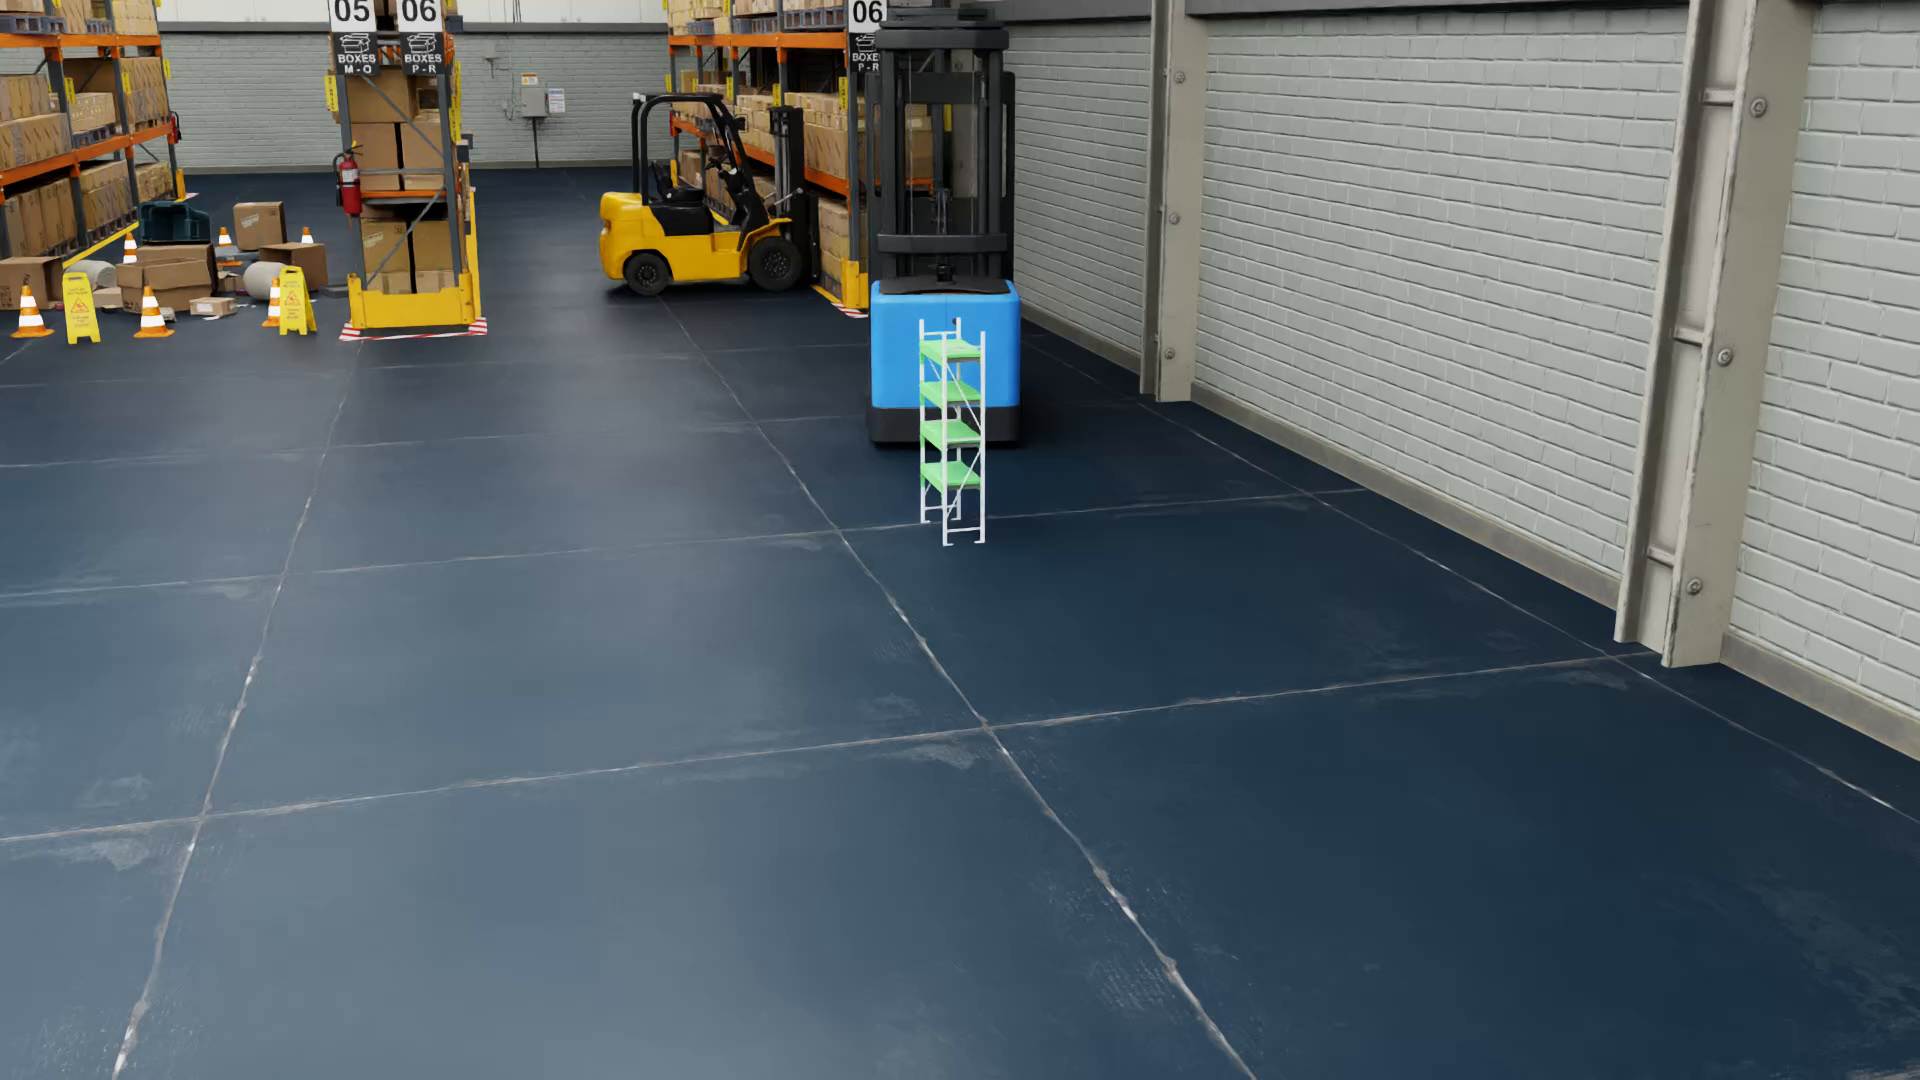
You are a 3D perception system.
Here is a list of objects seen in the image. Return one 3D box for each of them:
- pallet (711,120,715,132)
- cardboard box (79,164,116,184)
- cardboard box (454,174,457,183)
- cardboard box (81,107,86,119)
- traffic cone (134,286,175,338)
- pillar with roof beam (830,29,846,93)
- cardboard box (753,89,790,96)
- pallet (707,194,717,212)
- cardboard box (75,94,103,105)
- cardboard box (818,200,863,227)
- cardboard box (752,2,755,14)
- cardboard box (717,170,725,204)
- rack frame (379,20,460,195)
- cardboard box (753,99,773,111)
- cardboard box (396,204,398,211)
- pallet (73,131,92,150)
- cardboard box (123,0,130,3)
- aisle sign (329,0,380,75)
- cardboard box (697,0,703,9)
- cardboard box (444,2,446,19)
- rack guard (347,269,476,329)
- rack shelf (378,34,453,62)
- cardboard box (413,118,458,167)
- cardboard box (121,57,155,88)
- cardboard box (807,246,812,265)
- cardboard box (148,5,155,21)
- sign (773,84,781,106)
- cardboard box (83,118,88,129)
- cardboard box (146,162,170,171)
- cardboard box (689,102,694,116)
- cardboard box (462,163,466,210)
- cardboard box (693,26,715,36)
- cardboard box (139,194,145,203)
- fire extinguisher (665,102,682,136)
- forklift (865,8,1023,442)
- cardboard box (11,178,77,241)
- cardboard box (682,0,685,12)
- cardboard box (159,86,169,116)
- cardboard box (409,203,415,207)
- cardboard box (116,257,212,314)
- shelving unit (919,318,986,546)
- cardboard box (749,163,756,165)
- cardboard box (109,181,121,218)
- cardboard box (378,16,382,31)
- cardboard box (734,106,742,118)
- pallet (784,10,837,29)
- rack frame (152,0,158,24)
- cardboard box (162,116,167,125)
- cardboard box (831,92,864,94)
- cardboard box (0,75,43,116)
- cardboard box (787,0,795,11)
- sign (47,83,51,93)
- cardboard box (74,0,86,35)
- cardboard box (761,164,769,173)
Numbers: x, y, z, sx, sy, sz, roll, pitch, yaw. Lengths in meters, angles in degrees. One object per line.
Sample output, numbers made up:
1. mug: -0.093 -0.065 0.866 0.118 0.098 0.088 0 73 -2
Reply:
1. pallet: -3.413 -6.638 26.670 1.003 0.211 1.213 -5 17 -15
2. cardboard box: -12.741 -5.375 24.442 0.500 0.250 0.500 -6 18 -18
3. cardboard box: -5.444 -3.798 17.320 0.380 0.149 0.250 -4 17 -14
4. cardboard box: -12.607 -6.040 23.534 0.380 0.149 0.250 -5 17 -15
5. traffic cone: -7.779 -2.206 15.992 0.336 0.463 0.334 -5 17 -15
6. pillar with roof beam: -5.788 -8.436 21.893 9.100 9.000 0.400 -5 17 -15
7. cardboard box: -2.865 -6.596 25.293 0.500 0.500 0.500 -4 17 -13
8. pallet: -3.713 -5.741 28.198 1.003 0.211 1.213 -5 17 -15
9. cardboard box: -12.962 -6.538 24.675 0.380 0.149 0.250 -5 17 -15
10. cardboard box: -1.396 -3.725 18.950 0.500 0.250 0.500 -4 17 -15
11. cardboard box: -2.580 -7.145 22.342 0.380 0.149 0.250 -5 17 -16
12. cardboard box: -3.631 -5.722 26.903 0.500 0.500 0.500 -5 18 -17
13. rack frame: -6.546 -4.692 19.859 1.000 3.000 0.127 -5 17 -15
14. cardboard box: -2.609 -5.940 22.710 0.380 0.149 0.250 -5 17 -17
15. cardboard box: -6.220 -3.580 17.775 0.380 0.149 0.250 -4 17 -13
16. pallet: -12.675 -5.476 22.803 1.213 0.211 1.003 -5 17 -15
17. cardboard box: -13.638 -8.748 26.846 0.380 0.149 0.250 -4 17 -12
18. aisle sign: -5.708 -4.791 15.669 0.394 0.787 0.004 -5 17 -15
19. cardboard box: -4.046 -8.678 26.931 0.380 0.149 0.250 -5 17 -16
20. cardboard box: -6.026 -5.959 18.606 0.500 0.250 0.500 -5 17 -16
21. rack guard: -5.468 -2.410 16.606 1.175 0.500 0.348 -5 17 -15
22. rack shelf: -7.096 -6.338 21.373 1.077 0.370 4.000 -5 17 -15
23. cardboard box: -5.456 -4.072 17.104 0.500 0.500 0.500 -4 17 -14
24. cardboard box: -13.920 -7.871 28.014 0.500 0.500 0.500 -4 17 -12
25. cardboard box: -1.529 -3.388 19.566 0.500 0.250 0.500 -4 17 -13
26. cardboard box: -14.204 -9.089 28.675 0.500 0.250 0.500 -5 18 -17
27. sign: -2.293 -5.557 20.862 0.100 0.325 0.005 -5 17 -15
28. cardboard box: -12.605 -5.897 23.576 0.380 0.149 0.250 -4 17 -13
29. cardboard box: -14.186 -6.587 29.357 0.380 0.149 0.250 -4 17 -15
30. cardboard box: -4.499 -7.628 29.377 0.500 0.250 0.500 -5 17 -15
31. cardboard box: -7.996 -5.427 25.268 0.875 0.875 0.875 -4 17 -15
32. cardboard box: -4.356 -8.691 28.394 0.380 0.149 0.250 -5 17 -16
33. cardboard box: -13.267 -5.448 26.600 0.380 0.149 0.250 -5 18 -18
34. fire extinguisher: -5.557 -8.194 32.298 0.296 0.674 0.183 -5 17 -15
35. forklift: -0.155 -2.447 12.504 1.130 2.935 3.031 -1 17 -2
36. cardboard box: -12.296 -4.328 21.826 1.050 0.750 0.750 -5 17 -16
37. cardboard box: -4.622 -9.446 29.347 0.500 0.250 0.500 -4 17 -14
38. cardboard box: -14.204 -7.679 29.110 0.500 0.500 0.500 -4 17 -14
39. cardboard box: -6.485 -3.604 18.982 0.500 0.500 0.500 -4 17 -13
40. cardboard box: -8.364 -2.676 17.486 0.637 0.503 0.797 11 20 32
41. shelving unit: -0.046 -0.620 9.432 0.258 1.200 0.503 -5 17 -15
42. cardboard box: -3.417 -5.850 26.199 0.380 0.149 0.250 -4 17 -14
43. cardboard box: -12.753 -5.021 24.568 0.500 0.500 0.500 -5 17 -16
44. cardboard box: -5.954 -5.121 16.510 0.380 0.149 0.250 -4 17 -14
45. cardboard box: -3.011 -6.216 24.323 0.500 0.250 0.500 -5 17 -15
46. pallet: -1.515 -6.246 19.972 1.003 0.211 1.213 -5 17 -15
47. rack frame: -14.575 -10.466 28.651 1.000 3.000 0.127 -5 17 -15
48. cardboard box: -14.214 -7.404 29.324 0.380 0.149 0.250 -5 17 -15
49. cardboard box: -1.396 -5.522 20.804 0.380 0.149 0.250 -5 17 -15
50. cardboard box: -12.123 -5.642 21.107 0.700 0.500 0.500 -5 17 -16
51. cardboard box: -1.780 -6.479 19.846 0.500 0.311 0.500 -4 17 -14
52. sign: -13.996 -6.856 25.556 0.100 0.325 0.005 -5 17 -15
53. cardboard box: -12.565 -7.319 23.215 0.500 0.500 0.500 -5 17 -15
54. cardboard box: -2.910 -5.814 26.081 0.380 0.149 0.250 -4 17 -15
